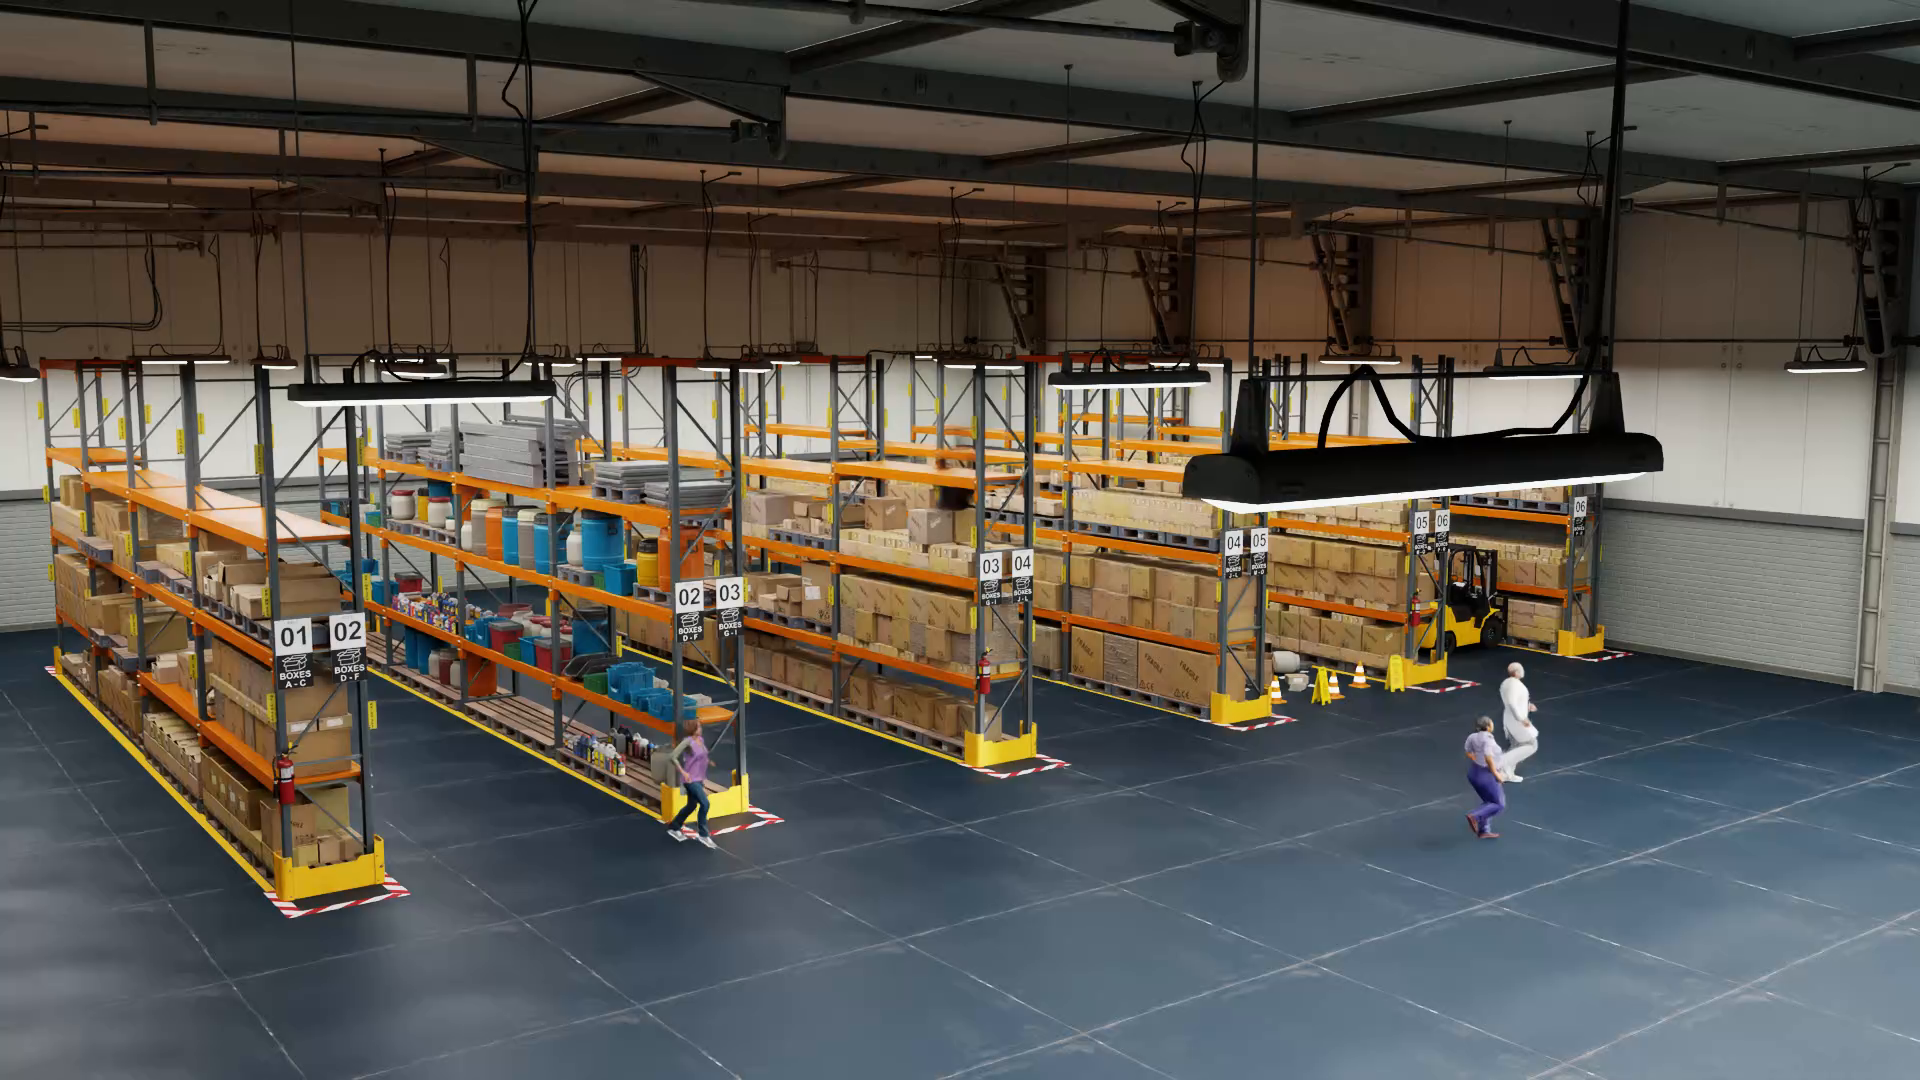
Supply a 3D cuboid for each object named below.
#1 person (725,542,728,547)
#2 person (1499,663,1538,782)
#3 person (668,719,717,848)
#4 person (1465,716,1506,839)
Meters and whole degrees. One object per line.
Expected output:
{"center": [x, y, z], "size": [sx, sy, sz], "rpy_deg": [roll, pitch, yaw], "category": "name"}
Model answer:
{"center": [-5.510, 0.867, 38.727], "size": [0.630, 1.679, 0.810], "rpy_deg": [-5, 9, -38], "category": "person"}
{"center": [8.008, 2.615, 23.838], "size": [0.627, 1.738, 0.702], "rpy_deg": [-1, 7, -4], "category": "person"}
{"center": [-3.355, 3.038, 20.882], "size": [0.682, 1.611, 0.537], "rpy_deg": [2, 7, 14], "category": "person"}
{"center": [6.620, 3.014, 21.083], "size": [0.566, 1.597, 0.623], "rpy_deg": [-2, 7, -19], "category": "person"}
